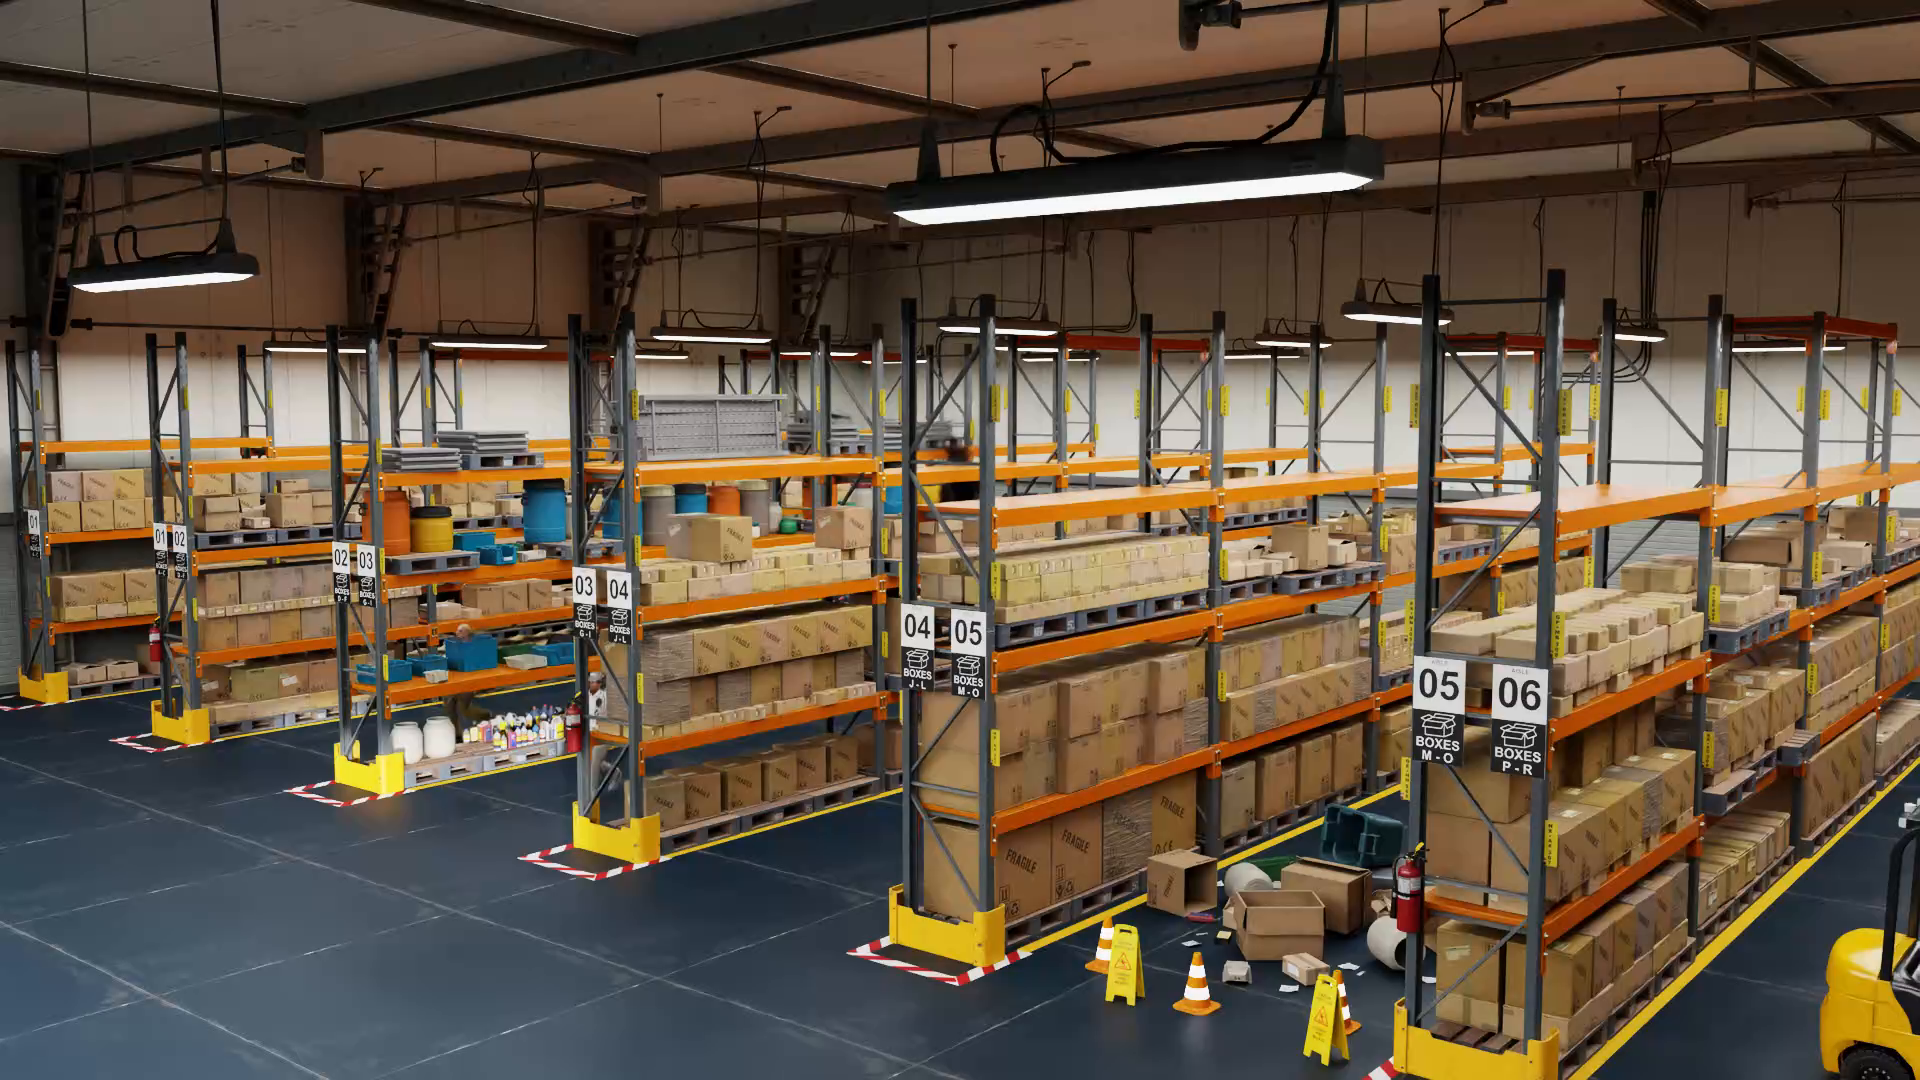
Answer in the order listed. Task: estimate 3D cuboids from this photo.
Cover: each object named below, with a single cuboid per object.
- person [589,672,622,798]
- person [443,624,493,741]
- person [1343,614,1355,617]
[{"bbox_3d":[-4.524,2.468,20.757,0.612,1.670,0.929,3,6,32],"label":"person"},{"bbox_3d":[-7.311,2.095,24.505,0.715,1.735,0.826,4,6,36],"label":"person"},{"bbox_3d":[6.107,2.006,25.860,0.584,1.754,0.775,4,7,41],"label":"person"}]
